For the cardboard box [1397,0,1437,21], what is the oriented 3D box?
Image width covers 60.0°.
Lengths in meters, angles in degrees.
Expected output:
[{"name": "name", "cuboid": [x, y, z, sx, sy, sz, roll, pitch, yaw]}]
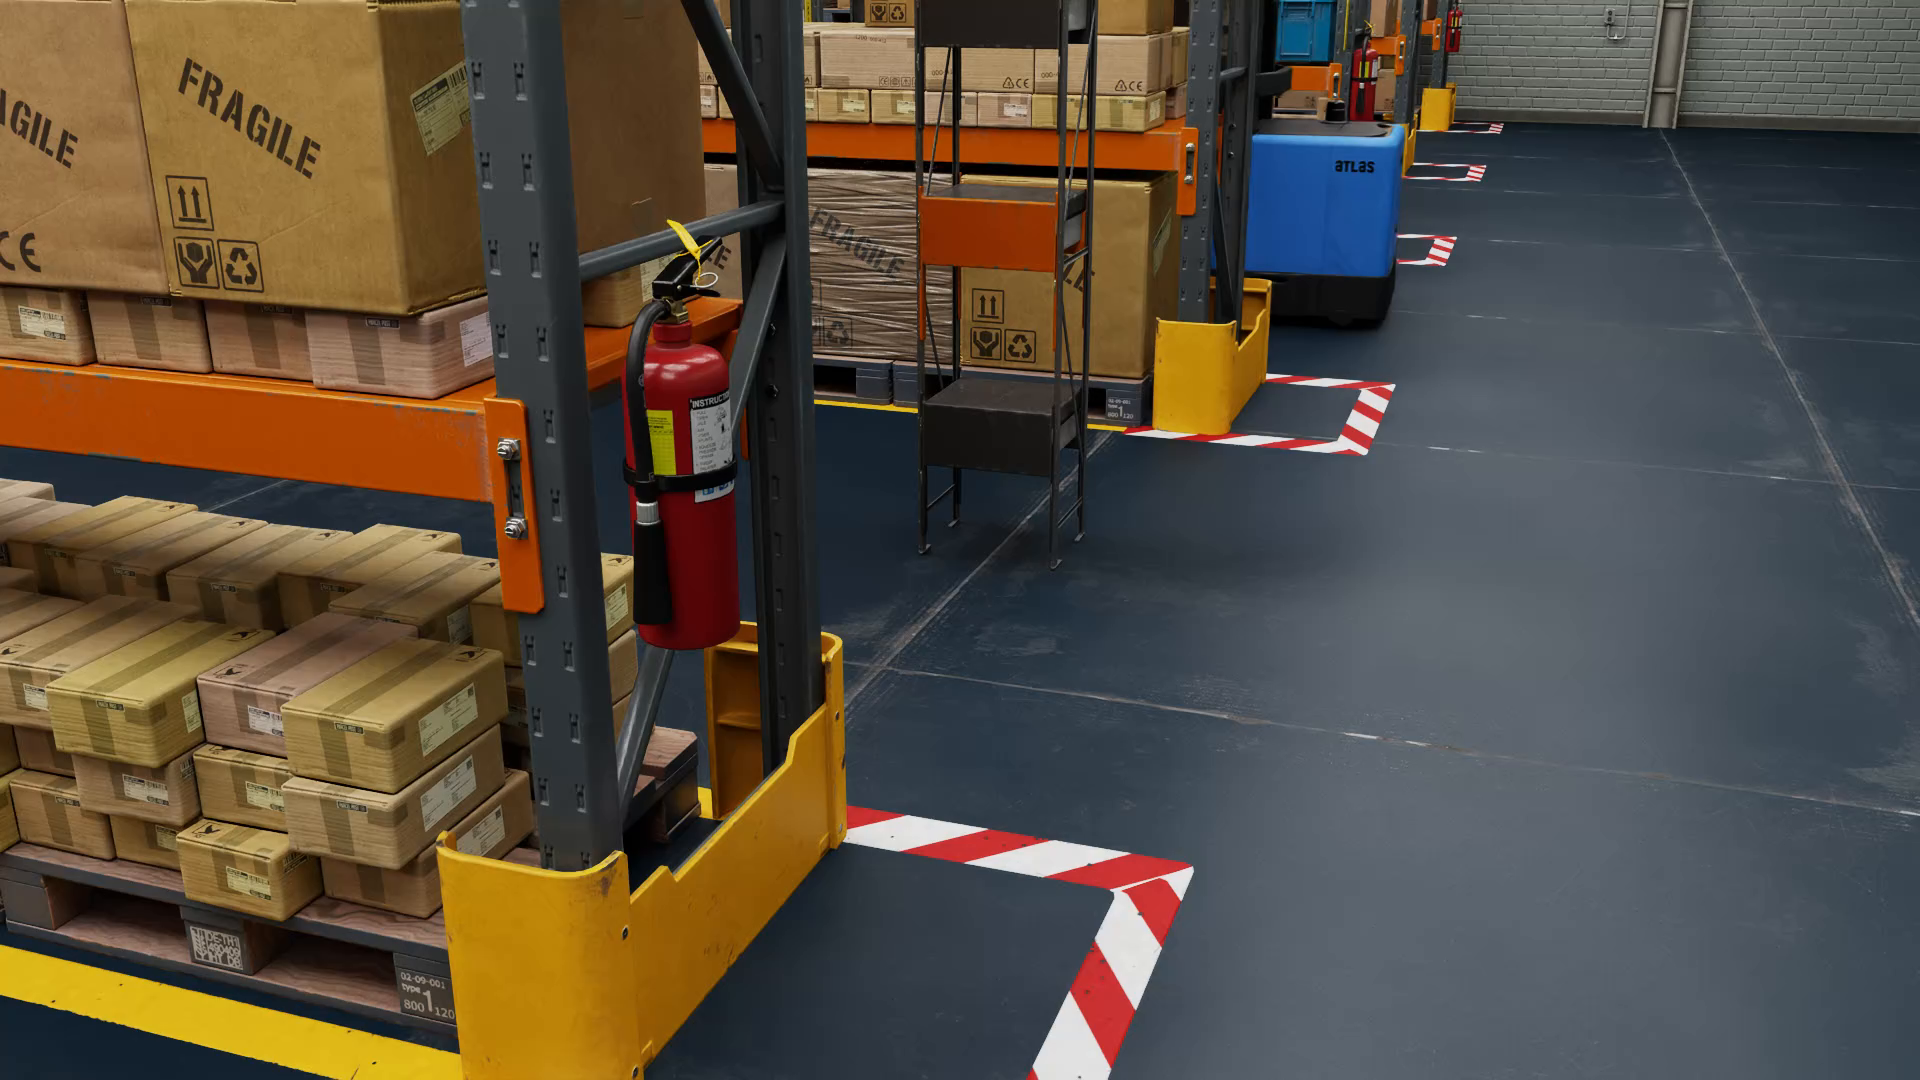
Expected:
[{"name": "cardboard box", "cuboid": [5.576, -6.892, 20.835, 0.700, 0.700, 0.980, 7, 21, 21]}]

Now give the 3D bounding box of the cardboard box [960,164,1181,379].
[{"name": "cardboard box", "cuboid": [0.554, -1.317, 7.888, 0.875, 0.875, 0.875, 7, 20, 18]}]

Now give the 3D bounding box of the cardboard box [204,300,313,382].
[{"name": "cardboard box", "cuboid": [-1.162, -0.414, 3.088, 0.250, 0.149, 0.380, 6, 20, 18]}]

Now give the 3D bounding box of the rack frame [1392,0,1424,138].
[{"name": "rack frame", "cuboid": [4.439, -5.158, 16.315, 0.127, 3.000, 1.000, 7, 20, 18]}]

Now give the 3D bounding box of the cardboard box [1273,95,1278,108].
[{"name": "cardboard box", "cuboid": [3.913, -5.924, 21.674, 0.500, 0.500, 0.700, 7, 20, 19]}]

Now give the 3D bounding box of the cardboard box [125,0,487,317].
[{"name": "cardboard box", "cuboid": [-1.047, -0.703, 2.932, 0.500, 0.500, 0.500, 7, 20, 19]}]

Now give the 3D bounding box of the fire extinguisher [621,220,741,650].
[{"name": "fire extinguisher", "cuboid": [-0.452, -0.163, 2.672, 0.183, 0.674, 0.296, 7, 20, 18]}]

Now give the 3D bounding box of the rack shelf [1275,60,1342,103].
[{"name": "rack shelf", "cuboid": [0.921, -3.494, 12.636, 4.000, 0.370, 1.077, 7, 20, 18]}]

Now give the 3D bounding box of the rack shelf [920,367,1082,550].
[{"name": "rack shelf", "cuboid": [0.156, -0.300, 5.914, 0.480, 0.518, 0.431, 7, 20, 18]}]

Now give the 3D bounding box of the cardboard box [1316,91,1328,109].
[{"name": "cardboard box", "cuboid": [4.894, -5.815, 21.360, 0.500, 0.500, 0.700, 6, 20, 18]}]

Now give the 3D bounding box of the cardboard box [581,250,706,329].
[{"name": "cardboard box", "cuboid": [-0.737, -0.565, 3.522, 0.250, 0.149, 0.380, 6, 20, 18]}]

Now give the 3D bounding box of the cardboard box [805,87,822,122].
[{"name": "cardboard box", "cuboid": [-0.704, -2.061, 7.812, 0.250, 0.149, 0.380, 7, 20, 19]}]

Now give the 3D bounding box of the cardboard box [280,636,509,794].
[{"name": "cardboard box", "cuboid": [-1.122, 0.342, 3.328, 0.250, 0.149, 0.380, 7, 20, 19]}]

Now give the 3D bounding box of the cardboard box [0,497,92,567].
[{"name": "cardboard box", "cuboid": [-2.440, 0.025, 4.238, 0.250, 0.149, 0.380, 7, 20, 18]}]

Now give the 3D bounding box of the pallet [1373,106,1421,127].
[{"name": "pallet", "cuboid": [5.280, -5.444, 21.372, 1.213, 0.211, 1.003, 7, 20, 18]}]

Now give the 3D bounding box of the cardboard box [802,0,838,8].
[{"name": "cardboard box", "cuboid": [-1.685, -6.076, 18.161, 0.500, 0.500, 0.700, 11, 22, 28]}]

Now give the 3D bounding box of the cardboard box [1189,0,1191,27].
[{"name": "cardboard box", "cuboid": [2.490, -5.334, 16.668, 0.500, 0.500, 0.500, 6, 20, 17]}]

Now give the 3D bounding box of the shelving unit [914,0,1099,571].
[{"name": "shelving unit", "cuboid": [0.156, -0.974, 5.679, 0.503, 2.100, 0.431, 7, 20, 18]}]

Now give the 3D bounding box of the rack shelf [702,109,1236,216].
[{"name": "rack shelf", "cuboid": [-0.705, -1.954, 8.219, 4.000, 0.370, 1.077, 7, 20, 18]}]

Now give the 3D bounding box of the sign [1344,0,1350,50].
[{"name": "sign", "cuboid": [2.645, -3.522, 11.376, 0.005, 0.325, 0.100, 7, 20, 18]}]

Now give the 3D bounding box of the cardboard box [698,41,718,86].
[{"name": "cardboard box", "cuboid": [-1.277, -2.338, 8.002, 0.500, 0.250, 0.500, 7, 20, 19]}]

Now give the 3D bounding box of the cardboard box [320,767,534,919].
[{"name": "cardboard box", "cuboid": [-1.104, 0.609, 3.465, 0.250, 0.149, 0.380, 7, 20, 19]}]

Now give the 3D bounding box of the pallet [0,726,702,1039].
[{"name": "pallet", "cuboid": [-1.366, 0.663, 3.853, 1.213, 0.211, 1.003, 7, 20, 18]}]

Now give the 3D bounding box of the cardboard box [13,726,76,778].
[{"name": "cardboard box", "cuboid": [-1.842, 0.376, 3.682, 0.250, 0.149, 0.380, 6, 20, 17]}]

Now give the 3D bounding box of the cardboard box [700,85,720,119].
[{"name": "cardboard box", "cuboid": [-1.199, -2.116, 7.972, 0.250, 0.149, 0.380, 7, 20, 19]}]

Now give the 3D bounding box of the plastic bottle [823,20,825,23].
[{"name": "plastic bottle", "cuboid": [-1.175, -4.167, 13.651, 0.133, 0.283, 0.061, 7, 20, 18]}]

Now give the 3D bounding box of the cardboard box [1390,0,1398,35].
[{"name": "cardboard box", "cuboid": [4.106, -5.335, 16.672, 0.500, 0.500, 0.500, 7, 20, 19]}]

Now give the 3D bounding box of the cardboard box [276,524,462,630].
[{"name": "cardboard box", "cuboid": [-1.418, 0.099, 4.026, 0.250, 0.149, 0.380, 6, 20, 18]}]

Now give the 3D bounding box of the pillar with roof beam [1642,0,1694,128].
[{"name": "pillar with roof beam", "cuboid": [7.483, -8.170, 15.843, 0.400, 9.000, 9.100, 7, 20, 18]}]

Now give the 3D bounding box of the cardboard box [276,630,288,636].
[{"name": "cardboard box", "cuboid": [-1.656, 0.217, 4.138, 0.250, 0.149, 0.380, 7, 20, 20]}]

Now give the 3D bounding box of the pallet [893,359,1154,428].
[{"name": "pallet", "cuboid": [0.404, -0.823, 8.117, 1.213, 0.211, 1.003, 7, 20, 18]}]

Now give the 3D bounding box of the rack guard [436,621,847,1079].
[{"name": "rack guard", "cuboid": [-0.610, 0.625, 3.522, 0.348, 0.500, 1.175, 7, 20, 18]}]

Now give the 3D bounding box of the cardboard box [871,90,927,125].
[{"name": "cardboard box", "cuboid": [-0.225, -2.005, 7.654, 0.250, 0.149, 0.380, 6, 20, 17]}]

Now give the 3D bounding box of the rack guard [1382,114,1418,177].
[{"name": "rack guard", "cuboid": [4.367, -3.986, 16.750, 0.348, 0.500, 1.175, 7, 20, 18]}]

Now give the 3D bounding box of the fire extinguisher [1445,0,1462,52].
[{"name": "fire extinguisher", "cuboid": [6.052, -6.326, 20.351, 0.183, 0.674, 0.296, 7, 20, 18]}]

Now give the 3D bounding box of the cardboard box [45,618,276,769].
[{"name": "cardboard box", "cuboid": [-1.627, 0.308, 3.424, 0.250, 0.149, 0.380, 6, 20, 17]}]

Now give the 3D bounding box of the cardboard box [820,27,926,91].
[{"name": "cardboard box", "cuboid": [-0.320, -2.227, 7.685, 0.500, 0.250, 0.500, 6, 20, 16]}]

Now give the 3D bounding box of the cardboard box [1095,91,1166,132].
[{"name": "cardboard box", "cuboid": [0.740, -1.895, 7.338, 0.250, 0.149, 0.380, 7, 20, 19]}]

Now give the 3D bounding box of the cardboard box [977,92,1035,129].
[{"name": "cardboard box", "cuboid": [0.256, -1.951, 7.497, 0.250, 0.149, 0.380, 7, 20, 18]}]

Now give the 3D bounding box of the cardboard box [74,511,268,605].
[{"name": "cardboard box", "cuboid": [-1.938, 0.065, 4.123, 0.250, 0.149, 0.380, 7, 21, 20]}]

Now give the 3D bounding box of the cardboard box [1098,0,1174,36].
[{"name": "cardboard box", "cuboid": [0.638, -2.473, 7.249, 0.500, 0.500, 0.500, 7, 20, 19]}]

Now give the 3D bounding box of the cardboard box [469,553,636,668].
[{"name": "cardboard box", "cuboid": [-0.922, 0.158, 3.855, 0.250, 0.149, 0.380, 6, 20, 16]}]

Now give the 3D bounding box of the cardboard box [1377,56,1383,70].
[{"name": "cardboard box", "cuboid": [5.186, -6.024, 20.976, 0.250, 0.149, 0.380, 6, 20, 17]}]

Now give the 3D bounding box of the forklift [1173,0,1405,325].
[{"name": "forklift", "cuboid": [1.113, -2.872, 9.863, 3.031, 2.935, 1.130, 6, 20, 16]}]

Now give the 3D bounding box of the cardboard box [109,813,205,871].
[{"name": "cardboard box", "cuboid": [-1.602, 0.558, 3.613, 0.250, 0.149, 0.380, 6, 20, 18]}]

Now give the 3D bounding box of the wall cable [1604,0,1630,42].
[{"name": "wall cable", "cuboid": [7.581, -7.334, 21.015, 1.851, 1.984, 0.084, 7, 20, 18]}]

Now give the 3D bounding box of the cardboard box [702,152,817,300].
[{"name": "cardboard box", "cuboid": [-1.146, -1.512, 8.446, 0.875, 0.875, 0.875, 7, 20, 18]}]

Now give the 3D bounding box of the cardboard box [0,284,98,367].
[{"name": "cardboard box", "cuboid": [-1.652, -0.457, 3.211, 0.250, 0.149, 0.380, 7, 20, 20]}]

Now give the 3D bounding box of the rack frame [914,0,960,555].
[{"name": "rack frame", "cuboid": [-0.074, -1.000, 5.755, 0.015, 2.100, 0.400, 7, 20, 18]}]

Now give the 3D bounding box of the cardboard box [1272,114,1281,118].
[{"name": "cardboard box", "cuboid": [3.074, -4.322, 17.427, 0.500, 0.250, 0.500, 7, 20, 18]}]

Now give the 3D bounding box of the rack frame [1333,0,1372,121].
[{"name": "rack frame", "cuboid": [2.810, -3.618, 11.898, 0.127, 3.000, 1.000, 7, 20, 18]}]

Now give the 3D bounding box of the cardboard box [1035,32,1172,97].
[{"name": "cardboard box", "cuboid": [0.640, -2.117, 7.370, 0.500, 0.250, 0.500, 6, 20, 17]}]

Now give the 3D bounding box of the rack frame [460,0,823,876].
[{"name": "rack frame", "cuboid": [-0.539, -0.547, 3.088, 0.127, 3.000, 1.000, 7, 20, 18]}]

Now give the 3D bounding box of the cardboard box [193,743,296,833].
[{"name": "cardboard box", "cuboid": [-1.360, 0.447, 3.477, 0.250, 0.149, 0.380, 6, 20, 17]}]

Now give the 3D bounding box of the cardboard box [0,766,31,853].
[{"name": "cardboard box", "cuboid": [-2.101, 0.527, 3.701, 0.250, 0.149, 0.380, 6, 20, 16]}]

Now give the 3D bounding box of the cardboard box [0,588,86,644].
[{"name": "cardboard box", "cuboid": [-2.122, 0.249, 3.594, 0.250, 0.149, 0.380, 7, 21, 20]}]
